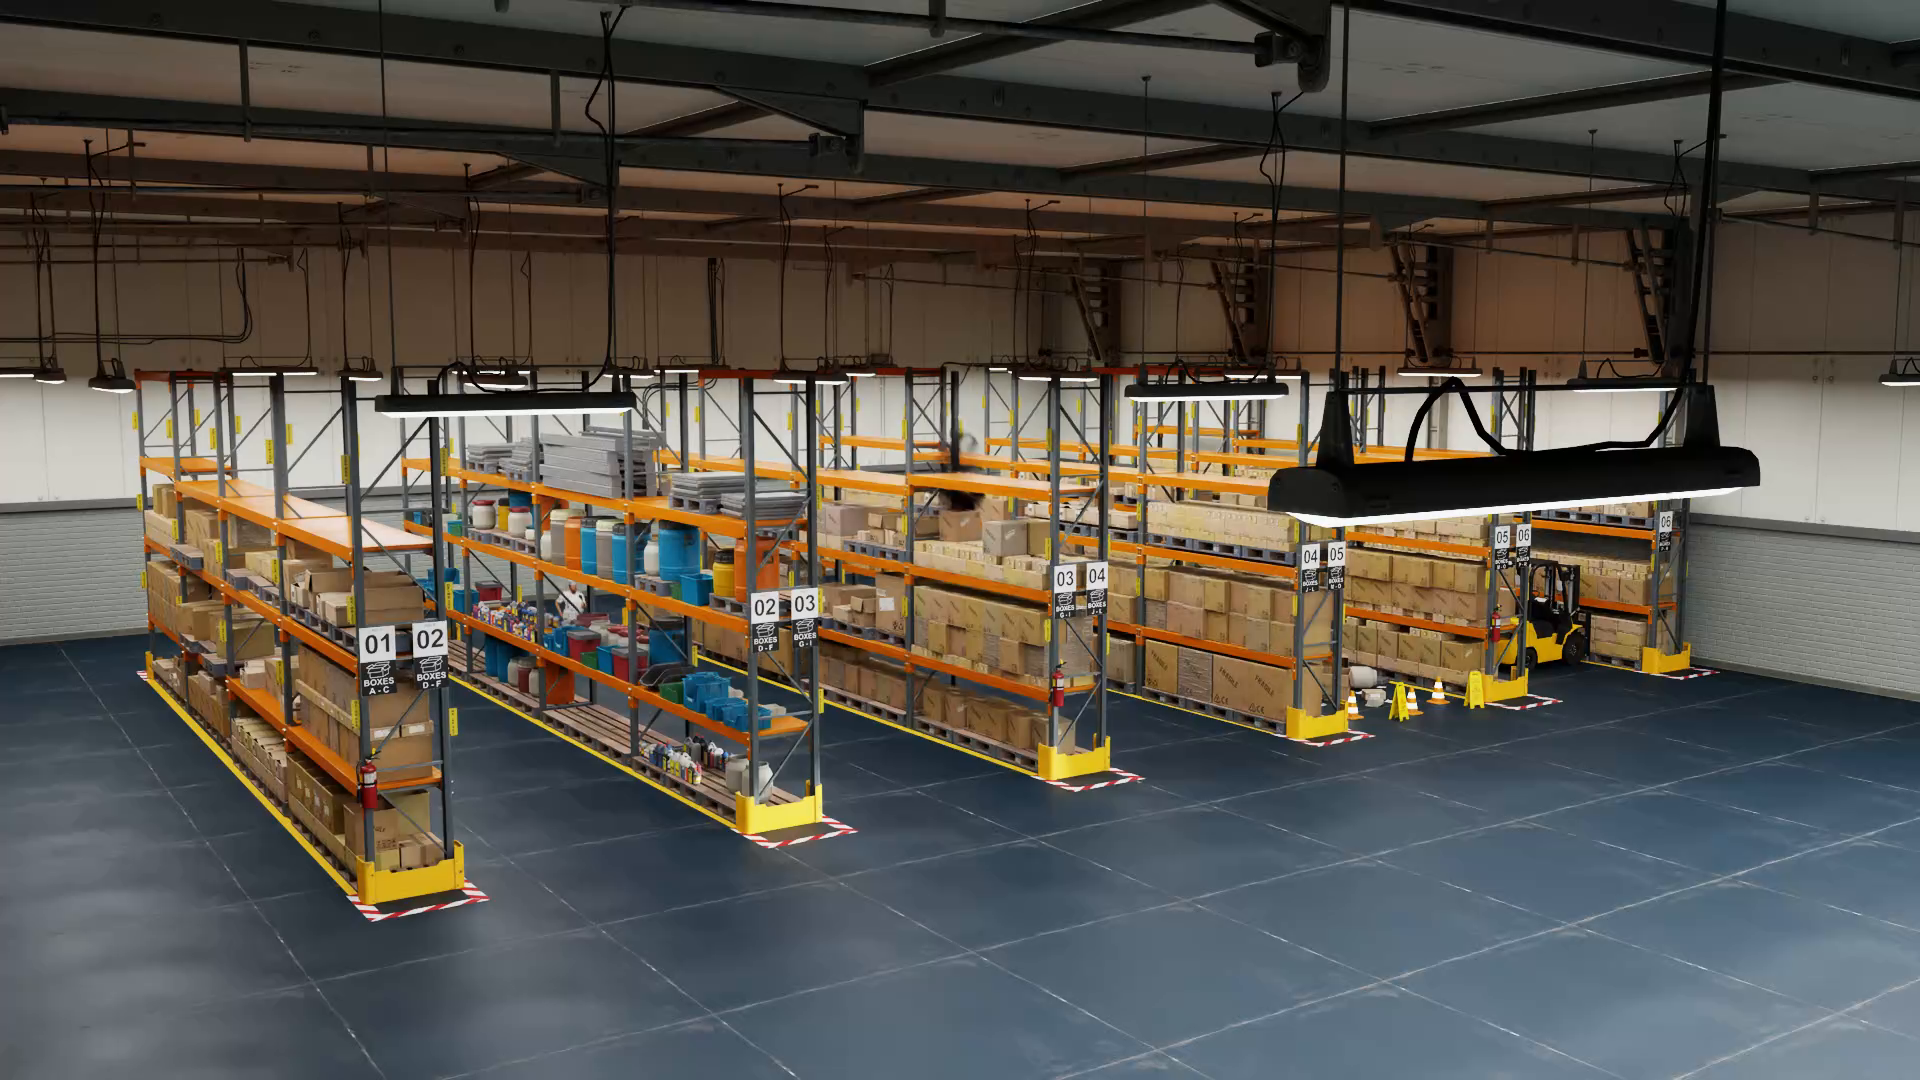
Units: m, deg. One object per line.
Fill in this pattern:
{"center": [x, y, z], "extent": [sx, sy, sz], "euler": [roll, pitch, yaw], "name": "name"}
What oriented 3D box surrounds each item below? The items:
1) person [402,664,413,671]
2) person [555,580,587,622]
{"center": [-9.681, 2.279, 28.924], "extent": [0.546, 1.706, 0.756], "euler": [-5, 8, -35], "name": "person"}
{"center": [-7.920, 1.644, 34.089], "extent": [0.598, 1.679, 0.919], "euler": [-6, 9, -43], "name": "person"}
